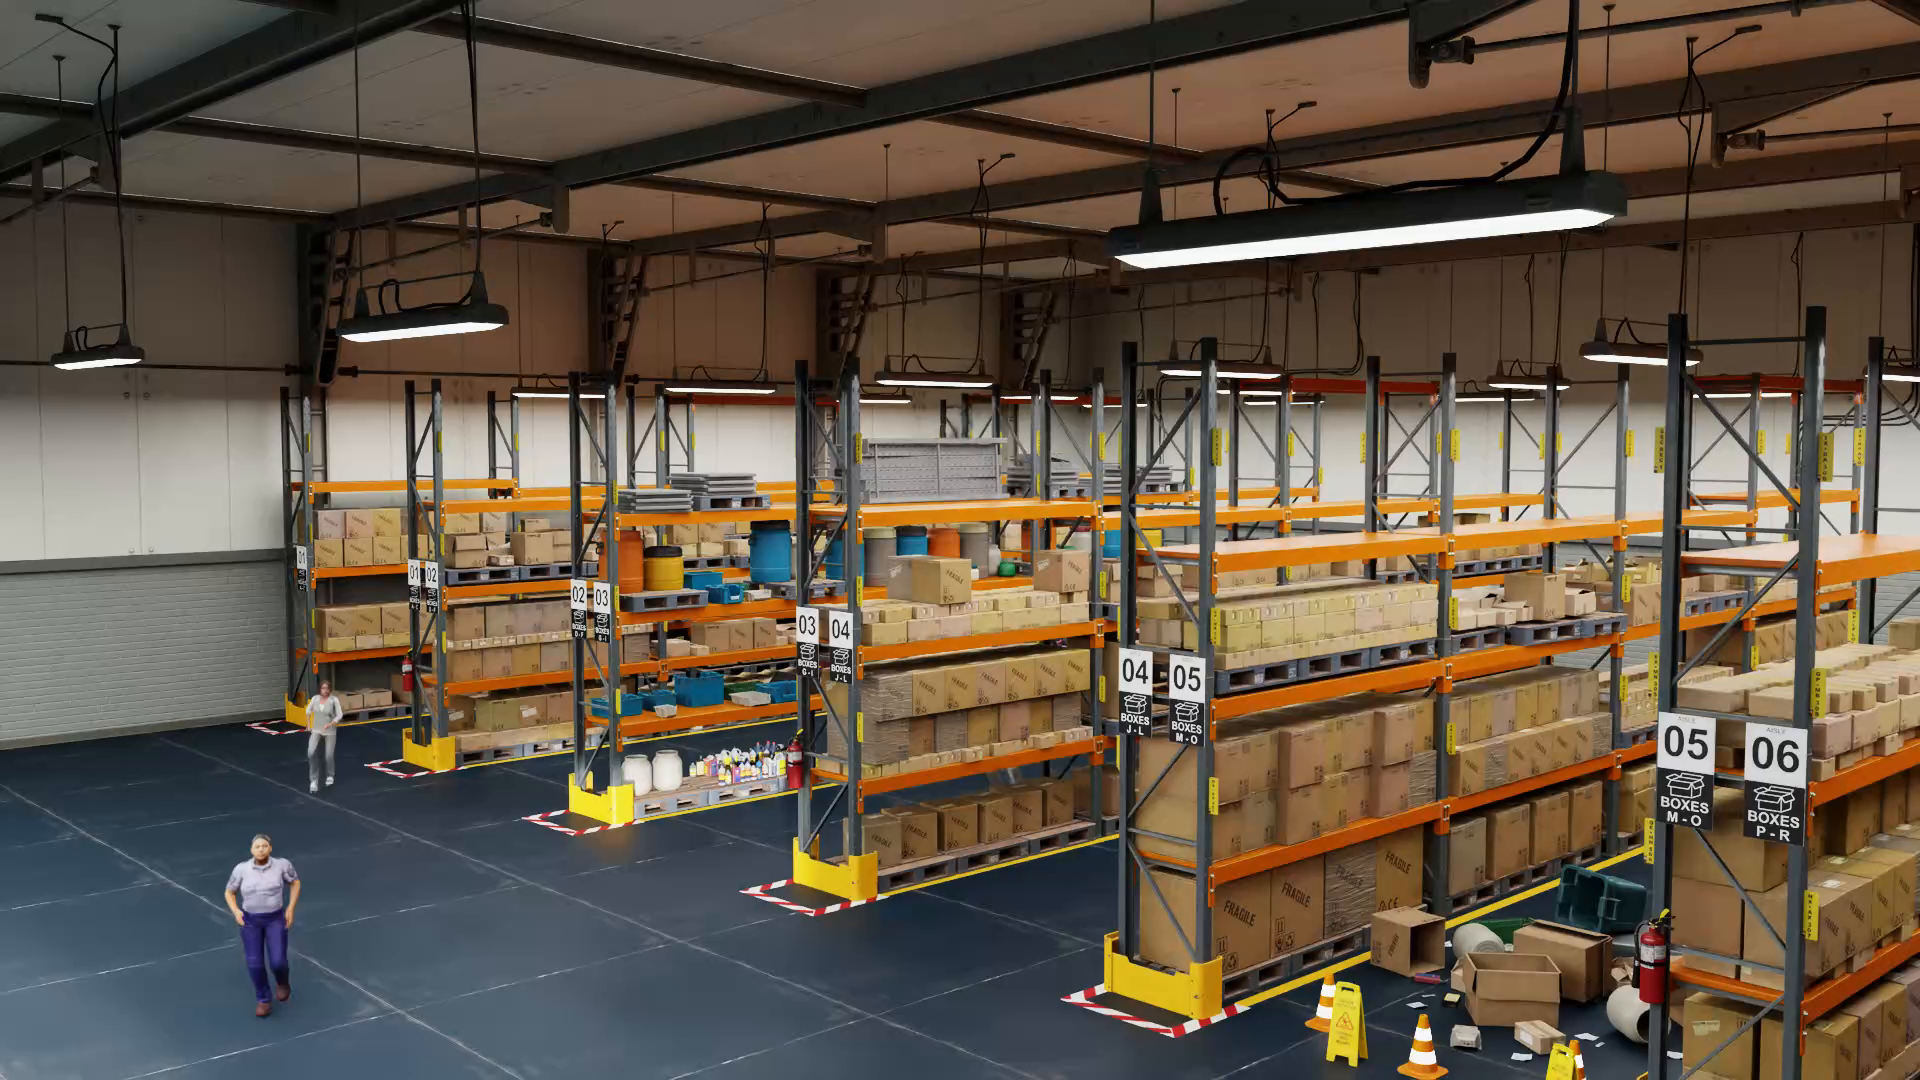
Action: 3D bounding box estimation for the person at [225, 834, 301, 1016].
[{"bbox_3d":[-6.210,3.414,14.807,0.621,1.611,0.527,-1,4,-17],"label":"person"}]

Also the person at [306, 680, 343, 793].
[{"bbox_3d":[-9.235,2.832,24.149,0.543,1.610,0.646,-1,4,-9],"label":"person"}]

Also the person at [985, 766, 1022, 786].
[{"bbox_3d":[0.619,2.815,22.981,0.673,1.799,0.773,3,5,38],"label":"person"}]
